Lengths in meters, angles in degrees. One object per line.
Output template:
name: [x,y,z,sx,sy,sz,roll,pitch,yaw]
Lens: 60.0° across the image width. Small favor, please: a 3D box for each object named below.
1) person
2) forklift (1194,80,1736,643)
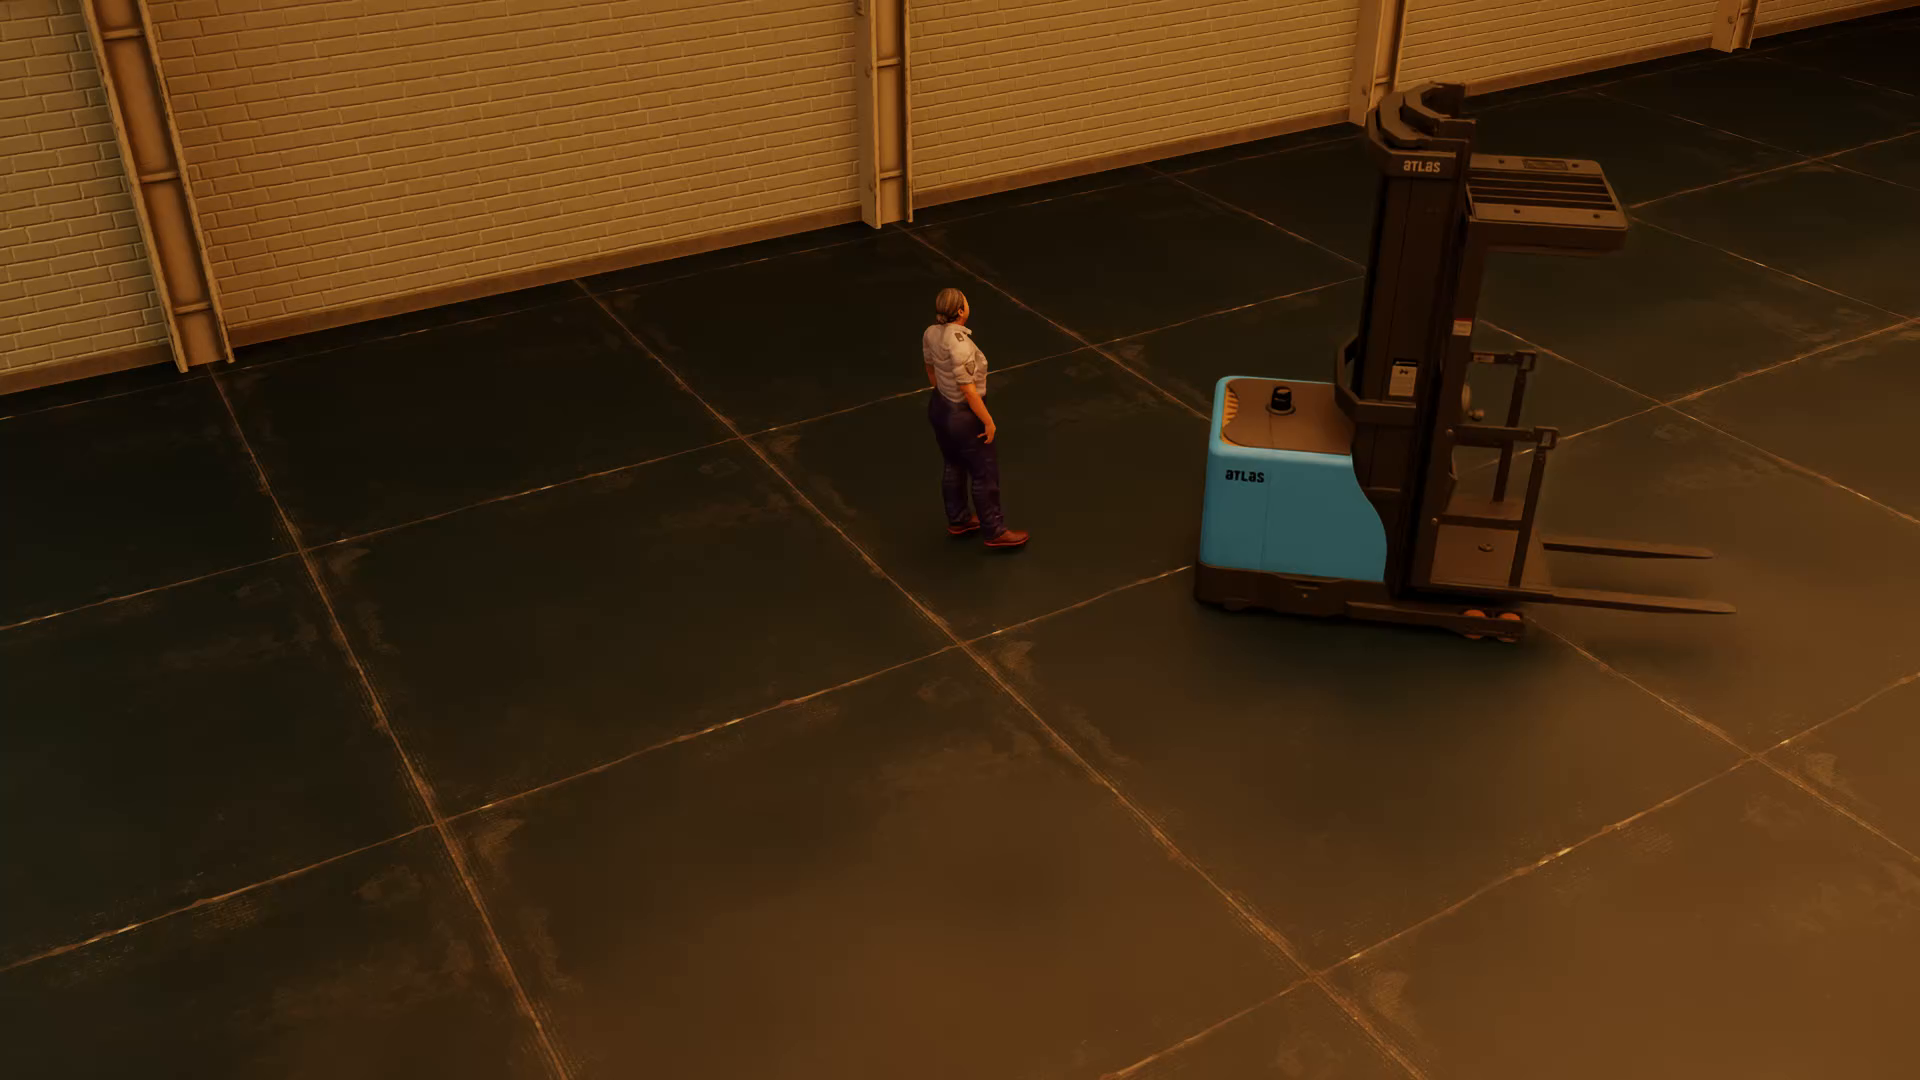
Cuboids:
person: [0.088,-0.758,10.077,0.503,1.642,0.599,-17,35,-26]
forklift: [2.951,-0.967,9.262,3.031,2.935,1.130,5,31,9]
